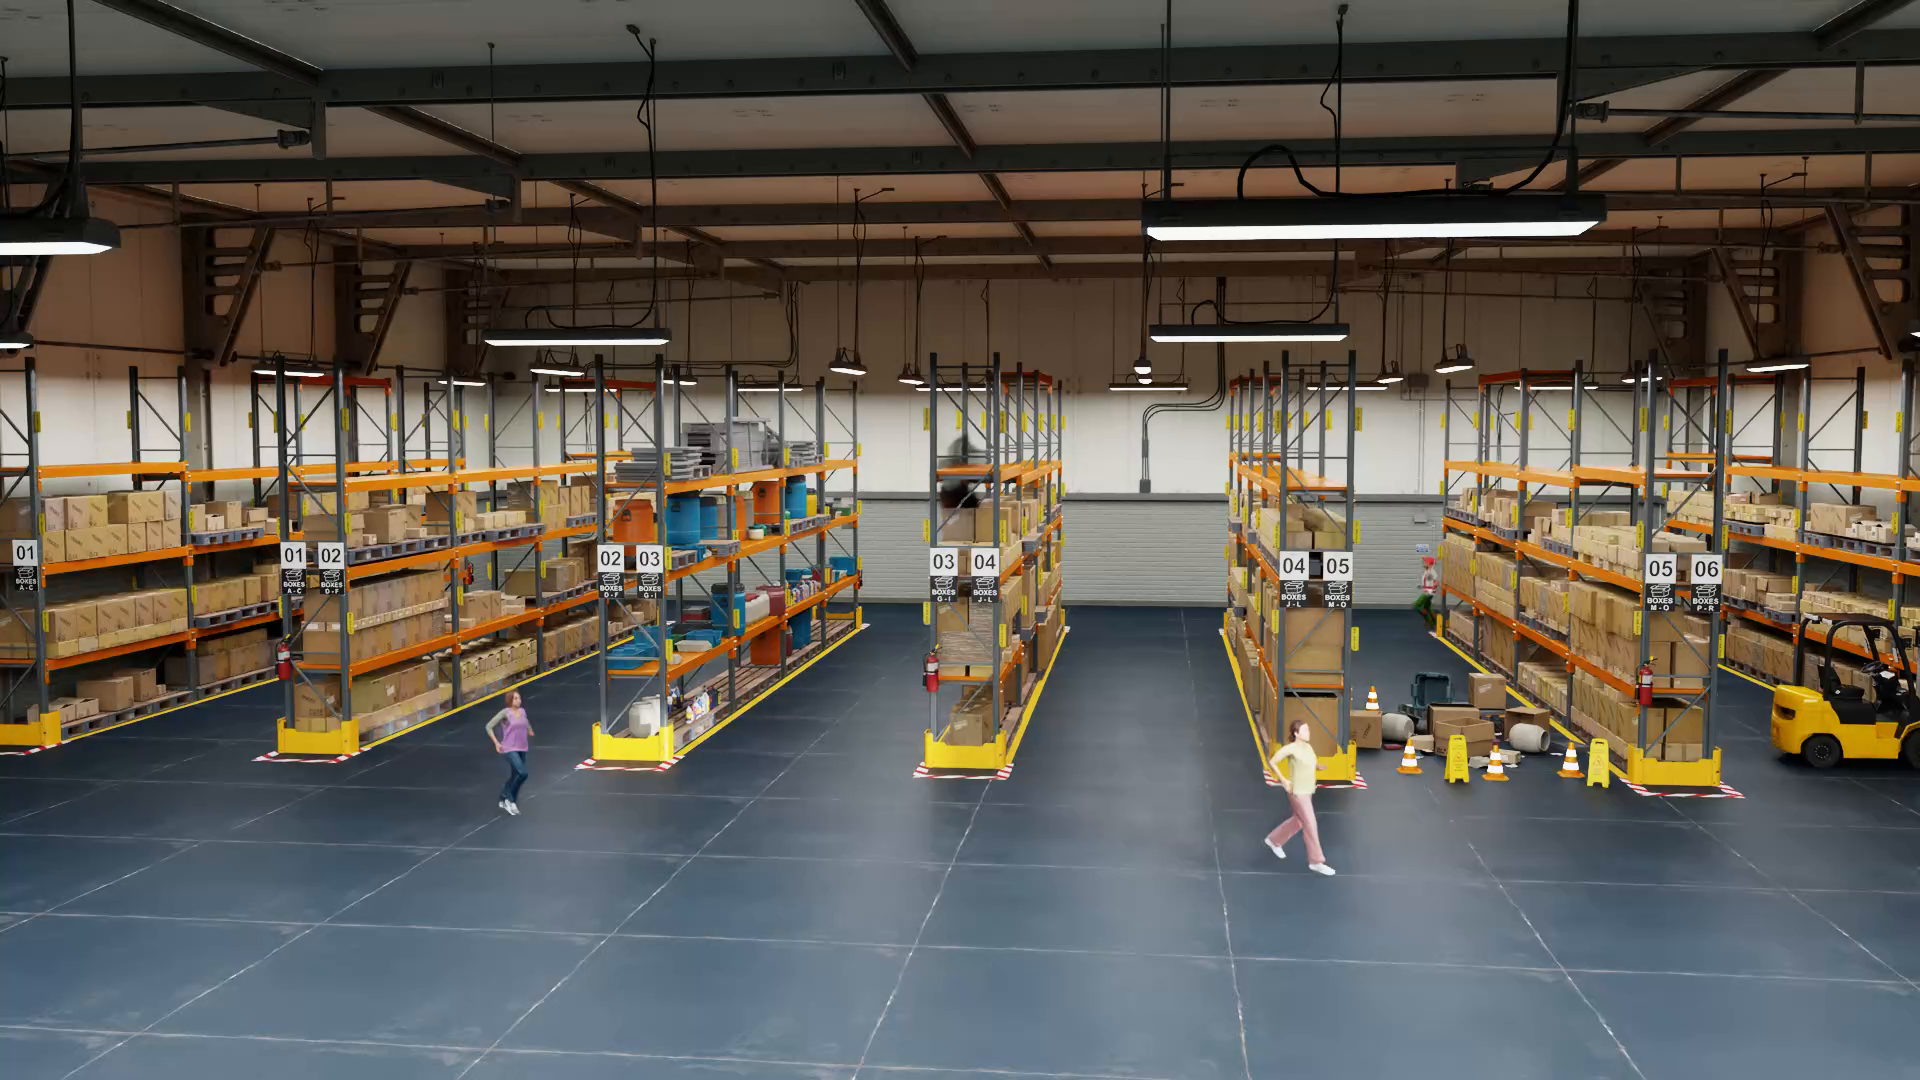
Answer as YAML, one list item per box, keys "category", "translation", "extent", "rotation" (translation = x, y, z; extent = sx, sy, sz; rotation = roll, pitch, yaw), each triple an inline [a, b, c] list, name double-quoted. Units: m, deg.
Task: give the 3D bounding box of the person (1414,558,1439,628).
- category: "person"
  translation: [11.294, 1.281, 40.212]
  extent: [0.609, 1.727, 0.708]
  rotation: [1, 4, 14]

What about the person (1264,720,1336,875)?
- category: "person"
  translation: [3.798, 2.828, 18.566]
  extent: [0.967, 1.658, 0.571]
  rotation: [4, 6, 43]

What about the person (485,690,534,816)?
- category: "person"
  translation: [-5.666, 2.703, 21.161]
  extent: [0.664, 1.590, 0.512]
  rotation: [2, 5, 30]
